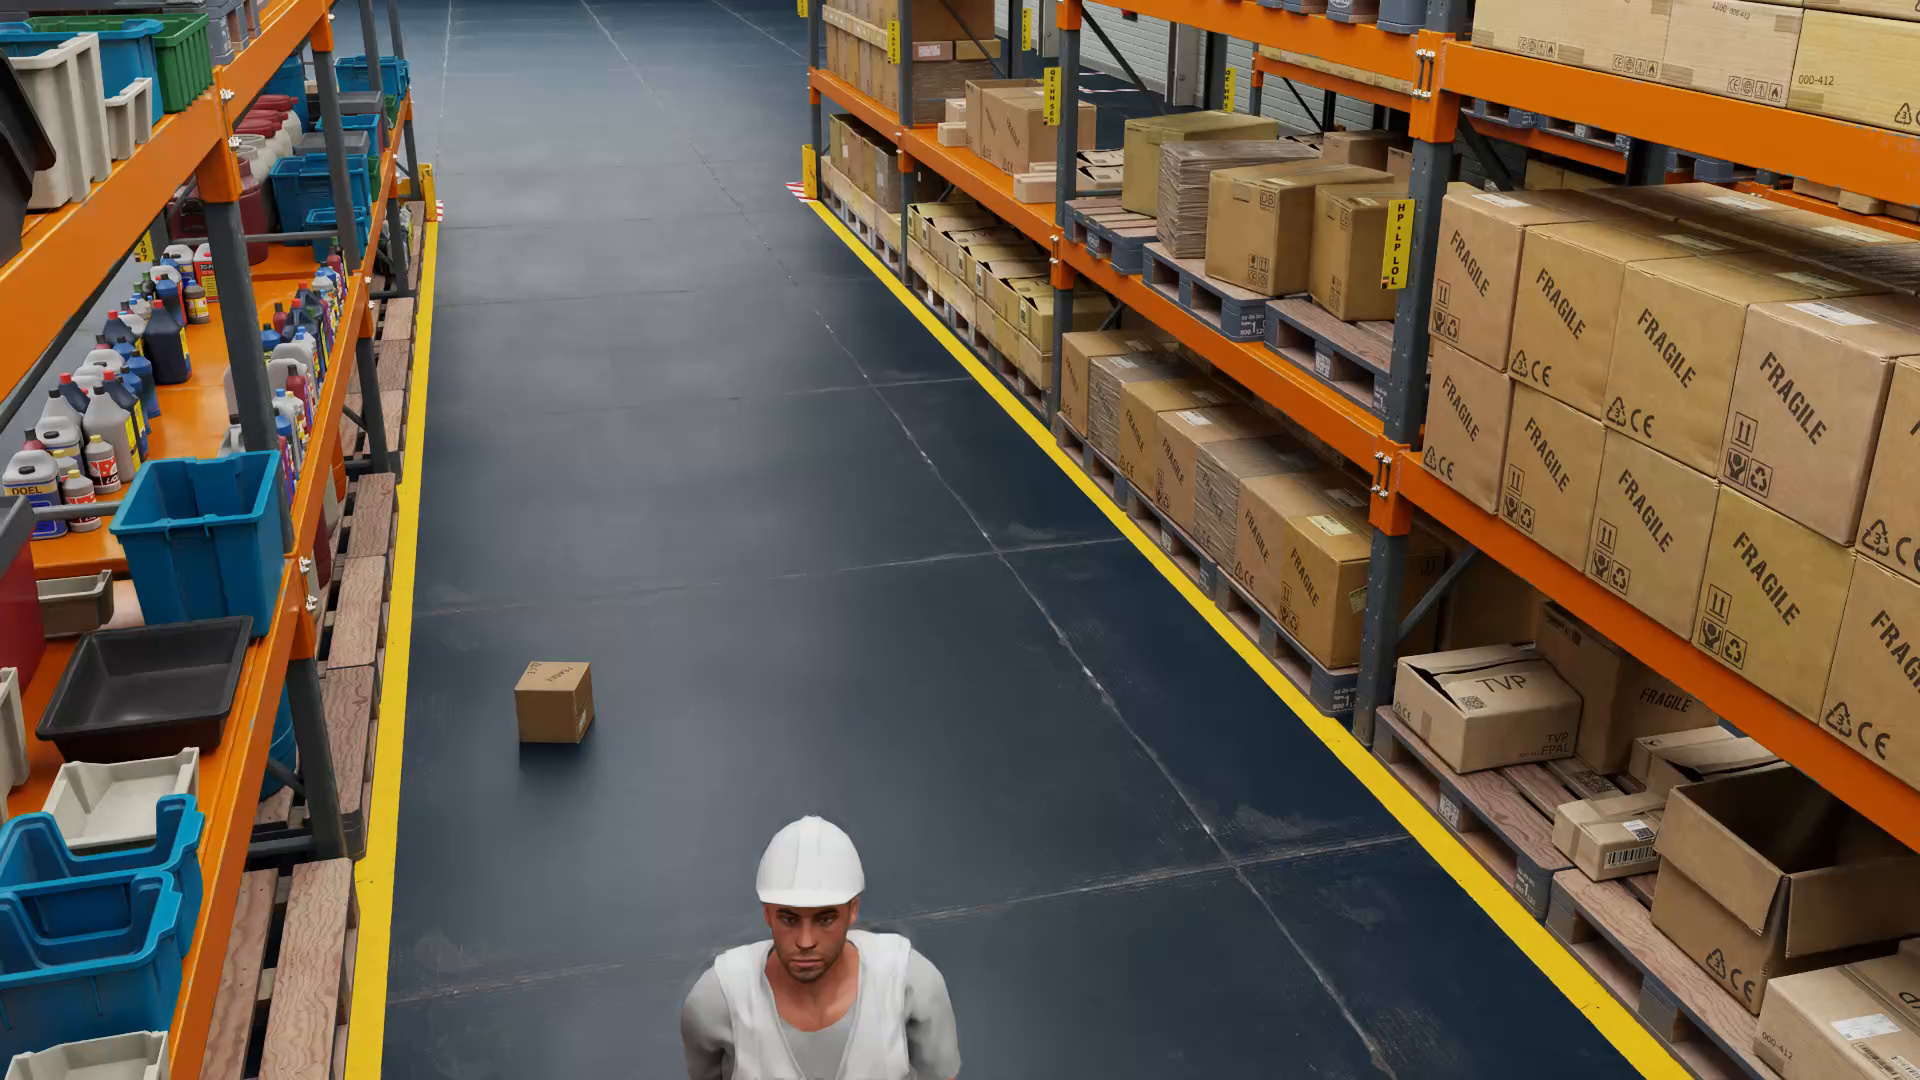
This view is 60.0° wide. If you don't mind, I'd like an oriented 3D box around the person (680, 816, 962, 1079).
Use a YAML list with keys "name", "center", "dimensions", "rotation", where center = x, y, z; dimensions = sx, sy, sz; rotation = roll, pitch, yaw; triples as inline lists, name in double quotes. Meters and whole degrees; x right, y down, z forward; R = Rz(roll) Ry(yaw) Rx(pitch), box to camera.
- name: "person"
  center: [-0.235, 1.374, 3.232]
  dimensions: [0.528, 1.736, 0.971]
  rotation: [-5, 23, -12]
